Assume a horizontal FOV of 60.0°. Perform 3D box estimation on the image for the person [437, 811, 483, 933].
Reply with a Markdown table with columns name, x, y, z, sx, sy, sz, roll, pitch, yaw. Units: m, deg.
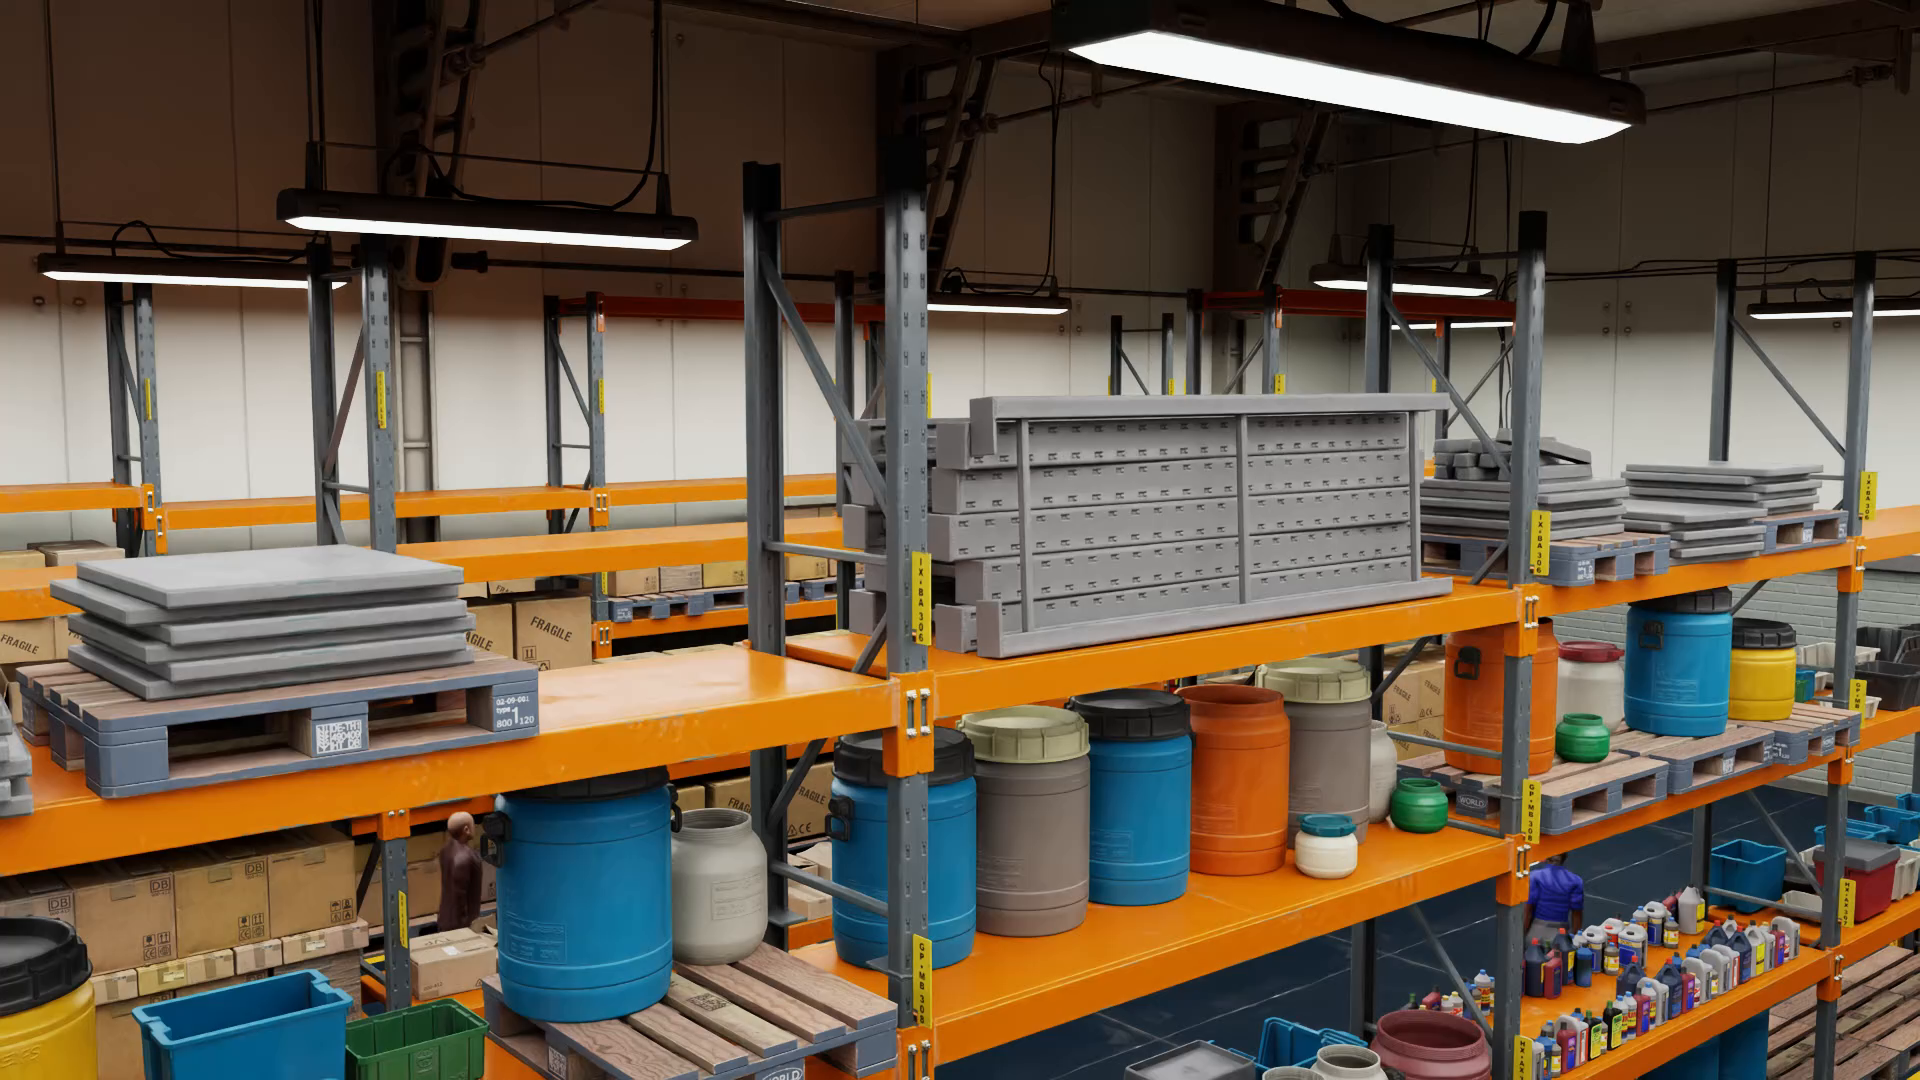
| name | x | y | z | sx | sy | sz | roll | pitch | yaw |
| --- | --- | --- | --- | --- | --- | --- | --- | --- | --- |
| person | -3.978 | 3.022 | 13.073 | 0.571 | 1.770 | 0.617 | -3 | 6 | -28 |

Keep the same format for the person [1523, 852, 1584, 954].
| name | x | y | z | sx | sy | sz | roll | pitch | yaw |
| --- | --- | --- | --- | --- | --- | --- | --- | --- | --- |
| person | 4.521 | 3.098 | 12.826 | 0.508 | 1.651 | 0.455 | 3 | 6 | 31 |
